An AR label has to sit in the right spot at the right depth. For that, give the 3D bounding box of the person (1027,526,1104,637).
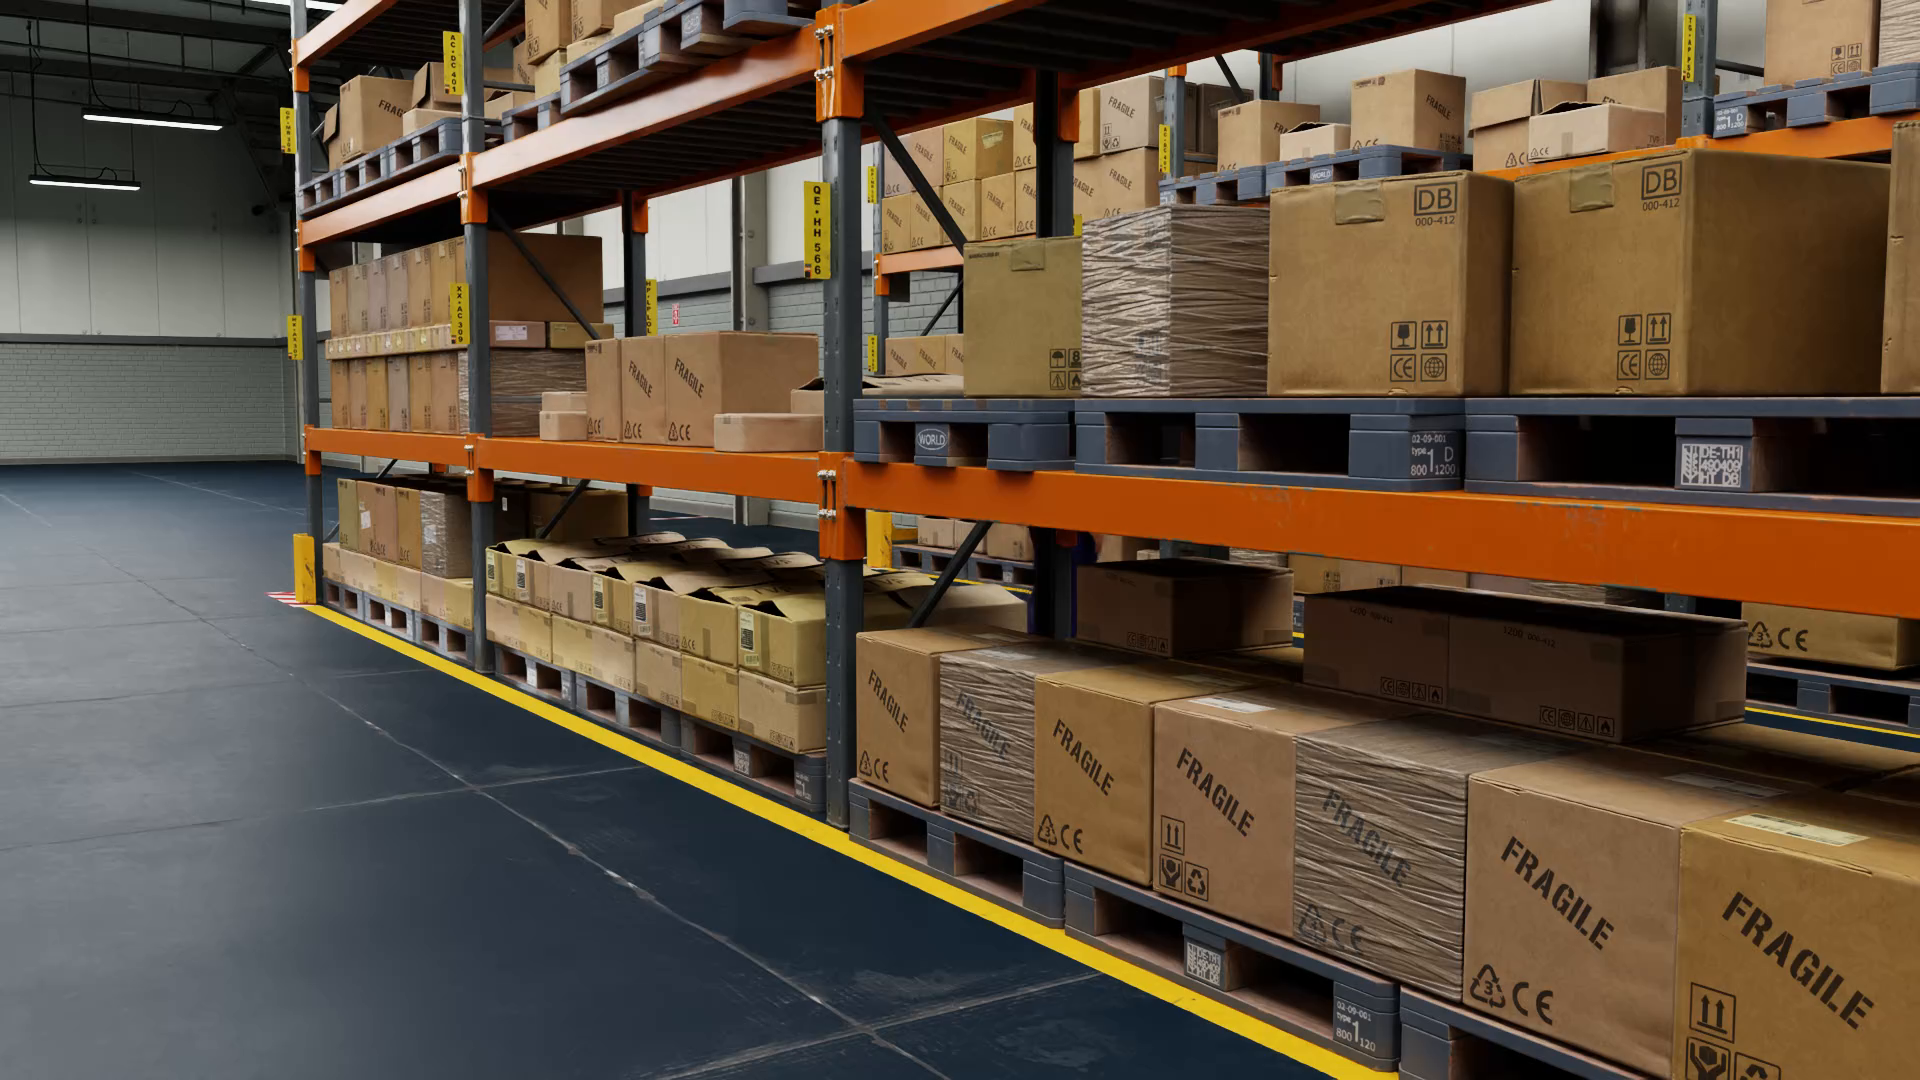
[{"bbox_3d":[0.558,-0.084,9.049,0.472,1.661,0.569,-3,6,-32],"label":"person"}]
